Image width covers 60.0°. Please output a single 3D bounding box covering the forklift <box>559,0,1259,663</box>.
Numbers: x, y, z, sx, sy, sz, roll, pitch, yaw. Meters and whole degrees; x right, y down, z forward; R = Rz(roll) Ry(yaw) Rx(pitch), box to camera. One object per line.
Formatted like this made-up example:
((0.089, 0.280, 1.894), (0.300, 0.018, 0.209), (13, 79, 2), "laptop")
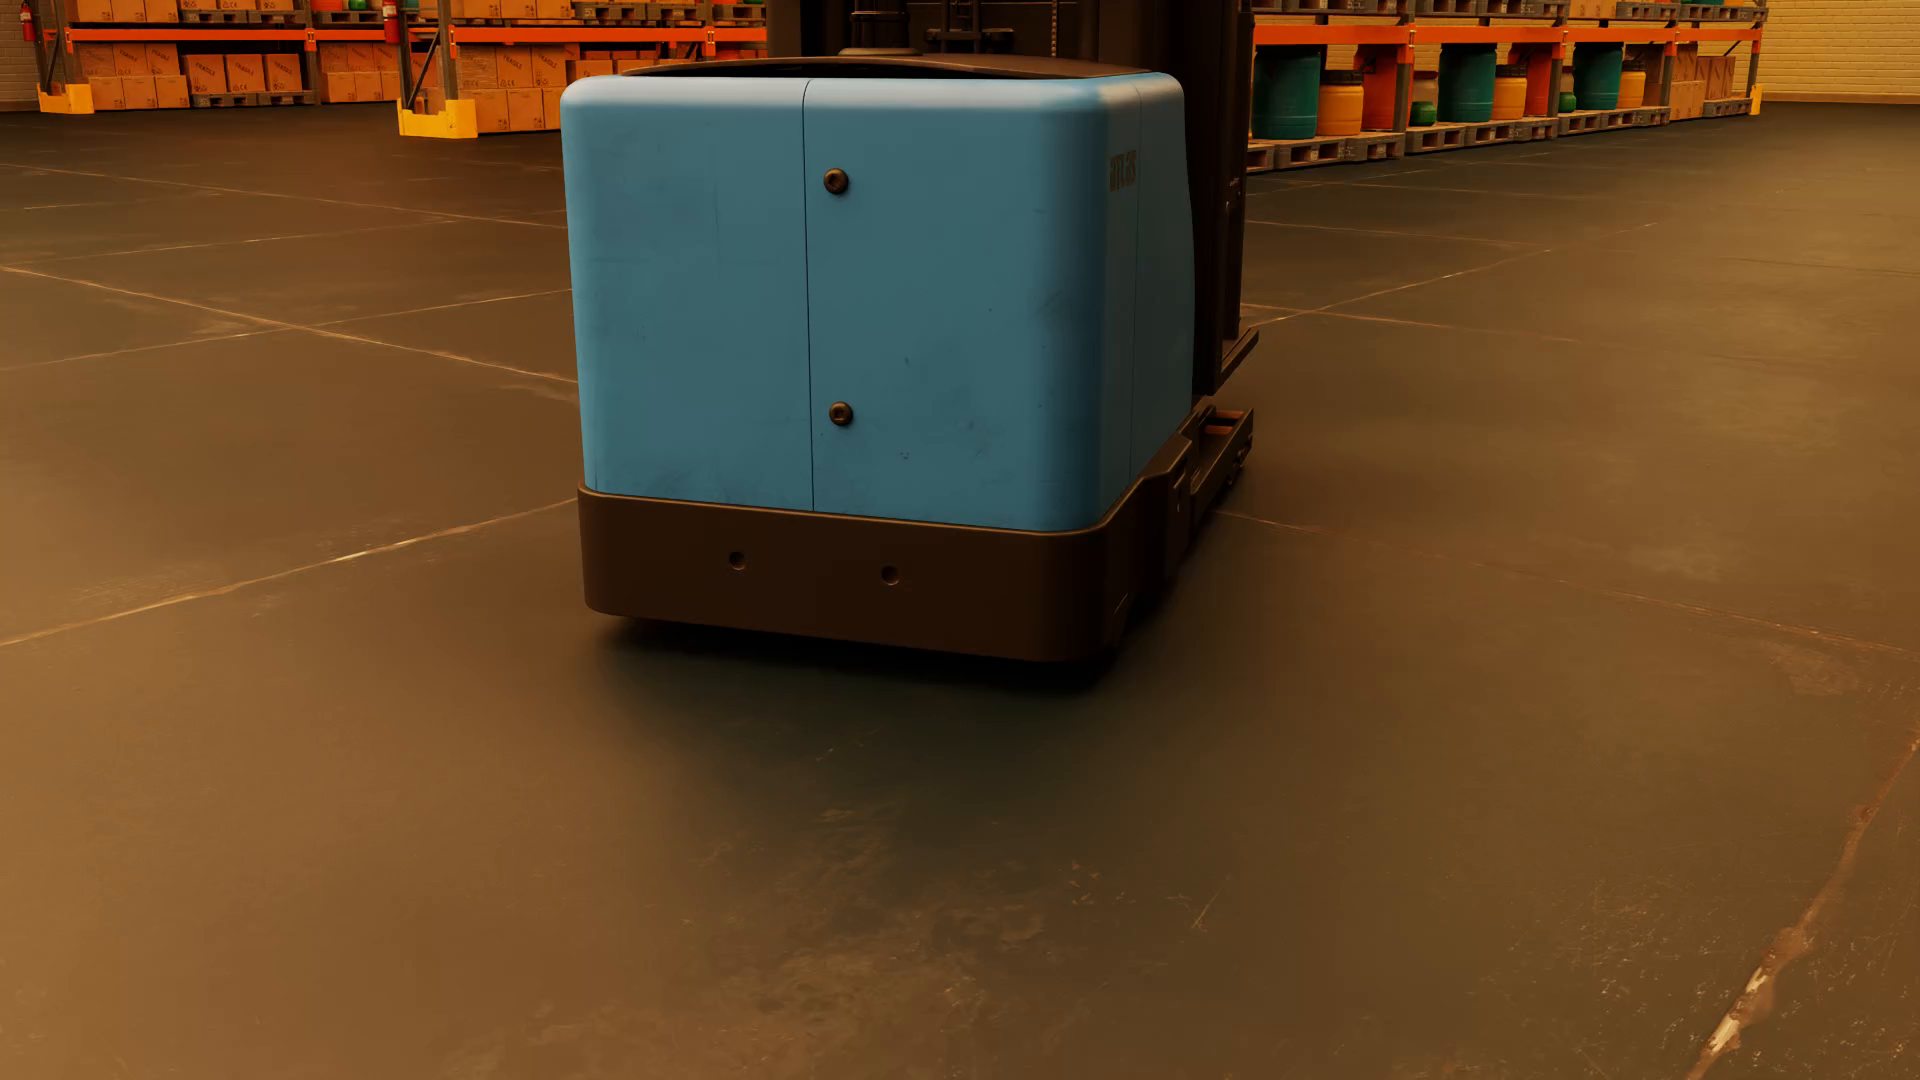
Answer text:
((0.182, -1.571, 4.072), (1.130, 2.935, 3.031), (5, 18, 17), "forklift")
